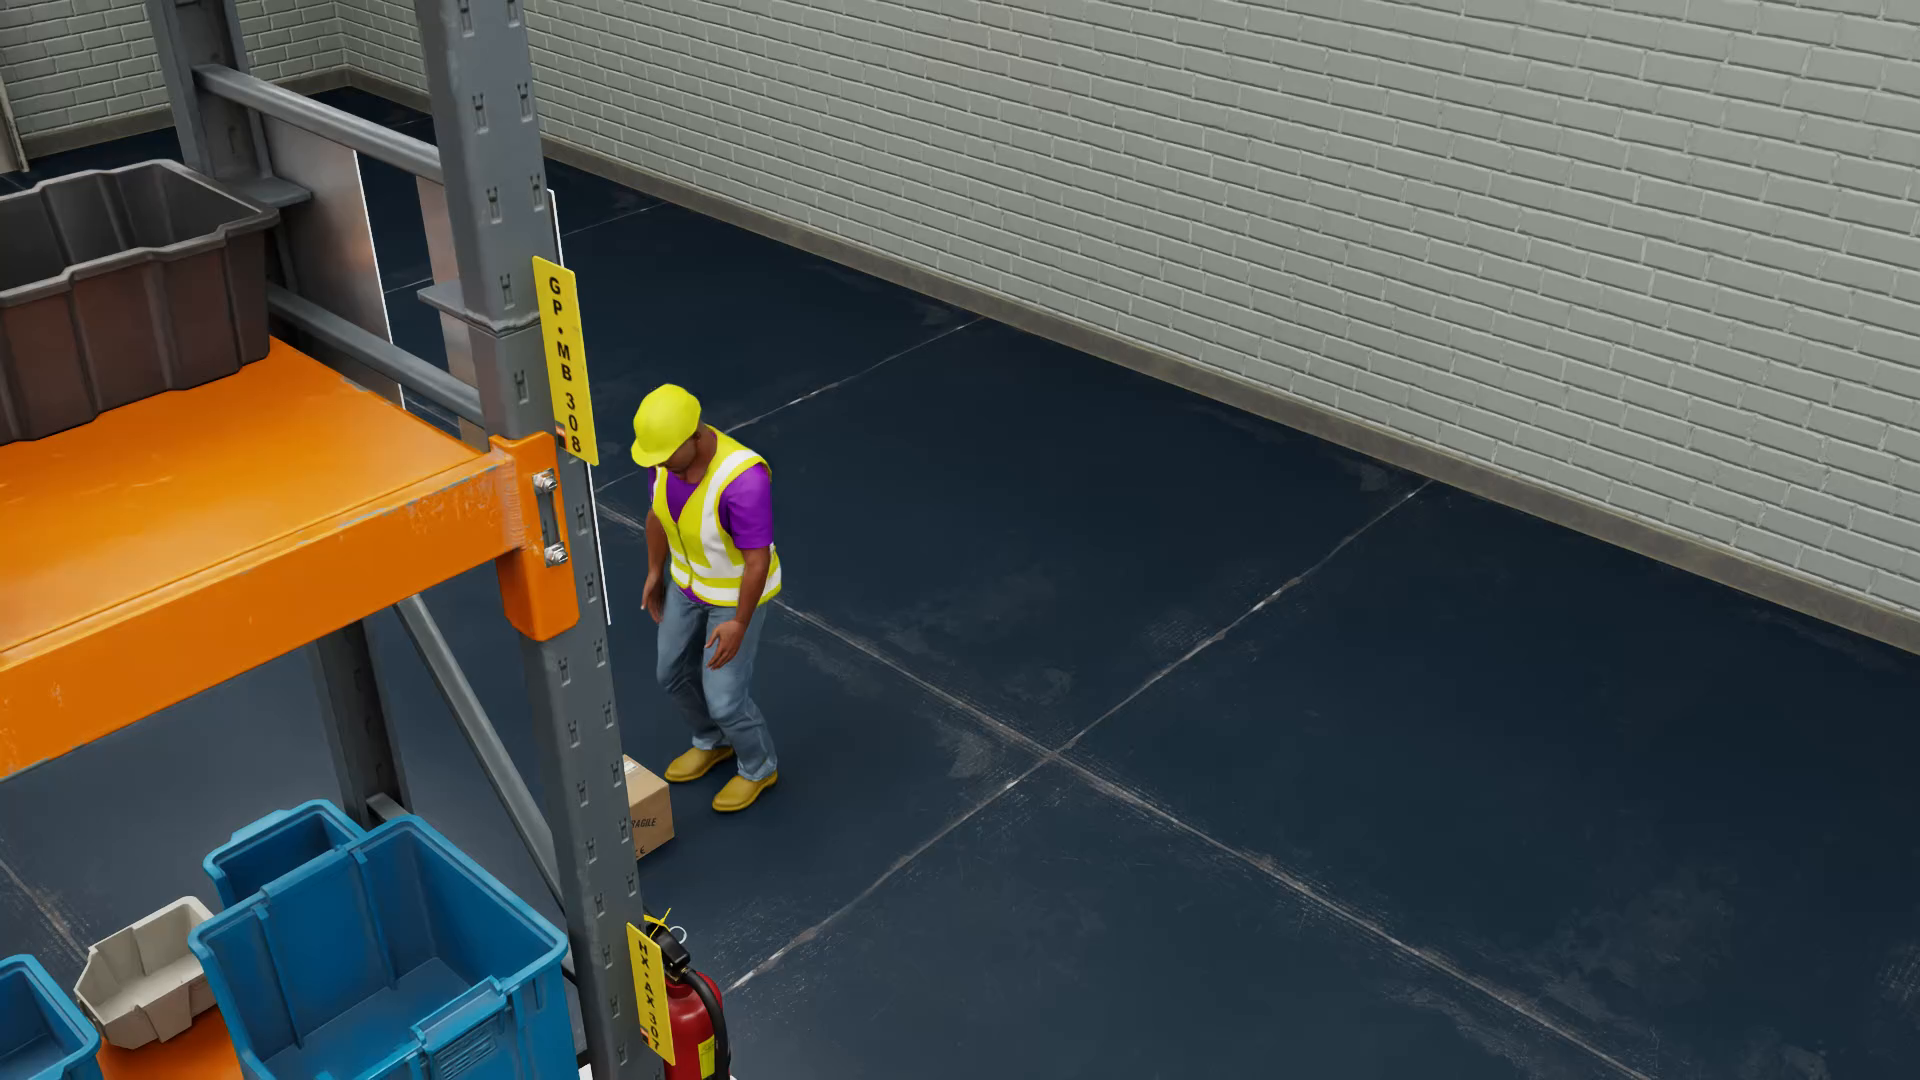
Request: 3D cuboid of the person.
[{"bbox_3d":[-0.882,0.218,5.863,0.610,1.651,0.554,26,40,36],"label":"person"}]
